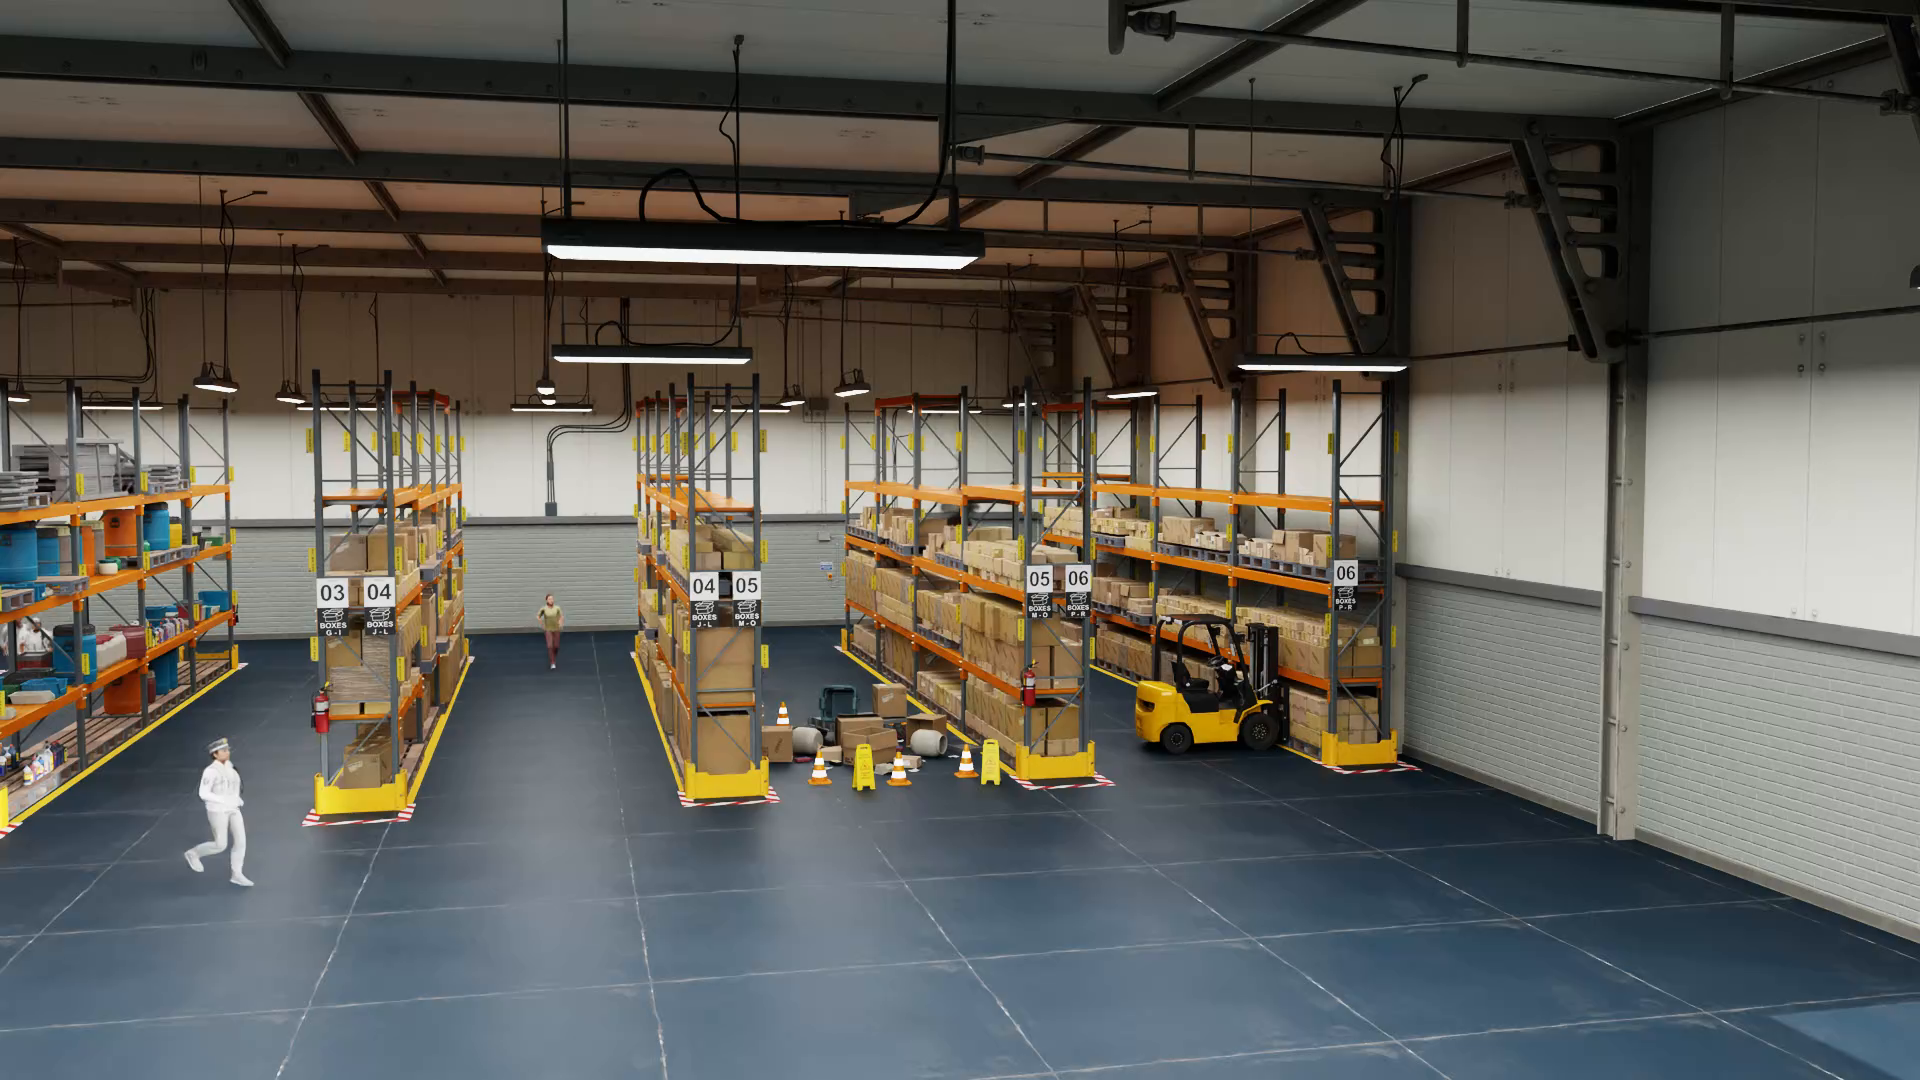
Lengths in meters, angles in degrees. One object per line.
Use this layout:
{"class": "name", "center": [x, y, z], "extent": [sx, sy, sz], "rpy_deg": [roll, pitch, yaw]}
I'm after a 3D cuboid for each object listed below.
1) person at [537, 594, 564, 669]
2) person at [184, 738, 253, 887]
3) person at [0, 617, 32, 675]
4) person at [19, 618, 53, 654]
{"class": "person", "center": [-9.154, 2.030, 37.195], "extent": [0.596, 1.649, 0.765], "rpy_deg": [-1, 4, -21]}
{"class": "person", "center": [-8.413, 3.084, 18.911], "extent": [0.822, 1.693, 0.617], "rpy_deg": [1, 3, 14]}
{"class": "person", "center": [-18.536, 2.254, 32.715], "extent": [0.642, 1.766, 0.837], "rpy_deg": [-2, 4, -28]}
{"class": "person", "center": [-17.990, 2.325, 32.410], "extent": [0.623, 1.639, 0.517], "rpy_deg": [-1, 3, -17]}
